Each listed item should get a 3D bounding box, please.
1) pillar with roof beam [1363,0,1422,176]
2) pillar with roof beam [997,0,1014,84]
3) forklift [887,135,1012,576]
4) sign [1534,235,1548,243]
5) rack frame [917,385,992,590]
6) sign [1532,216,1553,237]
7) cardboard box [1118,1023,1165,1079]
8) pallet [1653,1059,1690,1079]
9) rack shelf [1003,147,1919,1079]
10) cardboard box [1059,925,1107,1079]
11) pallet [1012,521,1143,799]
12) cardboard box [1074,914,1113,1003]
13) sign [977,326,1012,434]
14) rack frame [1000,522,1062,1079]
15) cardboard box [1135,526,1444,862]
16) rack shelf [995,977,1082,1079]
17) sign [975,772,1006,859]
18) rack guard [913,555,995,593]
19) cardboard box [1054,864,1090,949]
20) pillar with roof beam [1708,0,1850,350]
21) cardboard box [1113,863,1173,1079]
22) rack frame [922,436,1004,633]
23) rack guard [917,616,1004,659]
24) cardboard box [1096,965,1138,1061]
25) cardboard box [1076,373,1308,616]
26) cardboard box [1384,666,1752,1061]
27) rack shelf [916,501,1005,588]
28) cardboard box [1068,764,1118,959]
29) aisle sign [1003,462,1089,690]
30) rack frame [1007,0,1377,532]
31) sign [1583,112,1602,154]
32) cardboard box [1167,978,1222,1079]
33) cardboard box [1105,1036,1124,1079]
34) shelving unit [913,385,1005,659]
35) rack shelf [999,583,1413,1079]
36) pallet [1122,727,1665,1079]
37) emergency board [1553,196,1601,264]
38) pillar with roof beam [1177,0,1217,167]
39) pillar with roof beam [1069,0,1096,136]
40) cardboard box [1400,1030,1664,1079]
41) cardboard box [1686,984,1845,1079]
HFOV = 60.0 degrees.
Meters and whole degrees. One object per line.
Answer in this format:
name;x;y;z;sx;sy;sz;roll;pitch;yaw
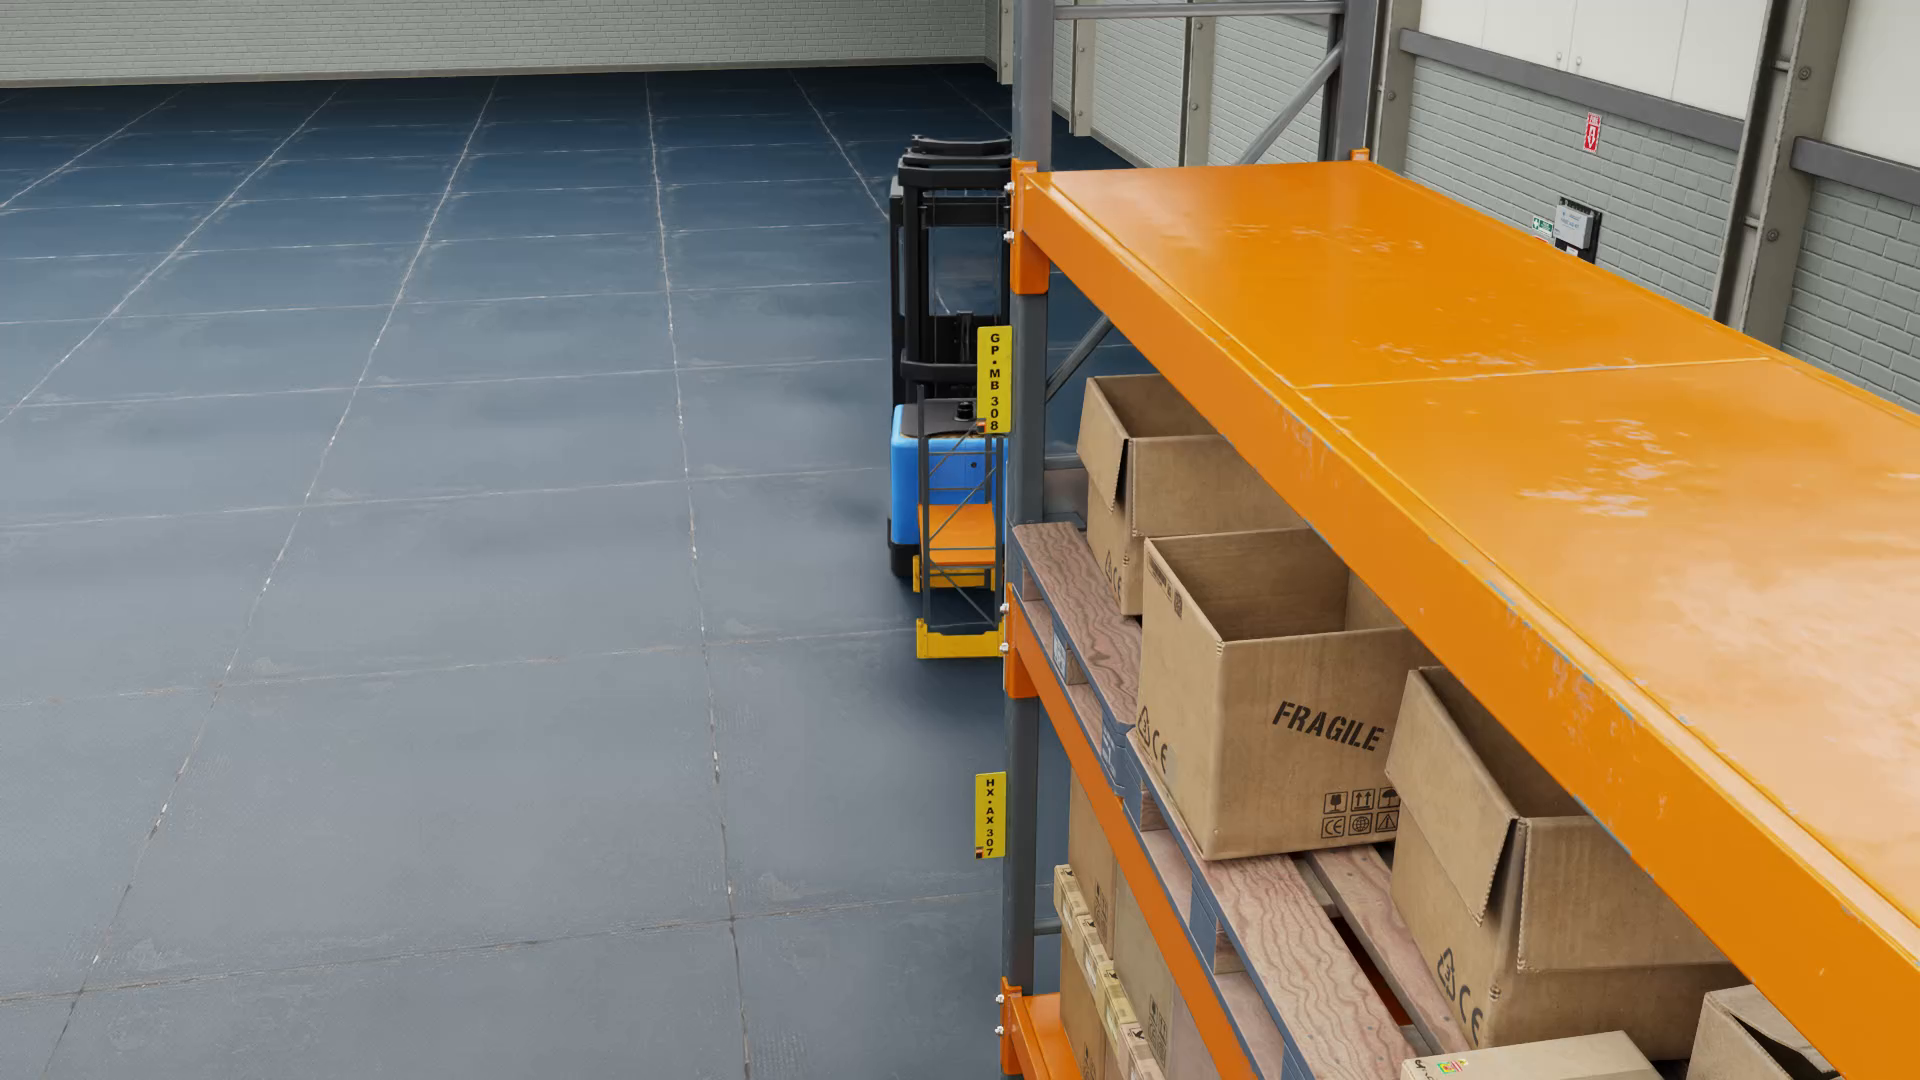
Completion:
pillar with roof beam;0.045;-6.003;14.995;9.100;9.000;0.400;-4;24;-10
pillar with roof beam;-3.284;-13.084;31.206;9.100;9.000;0.400;-4;24;-10
forklift;0.037;-1.631;12.566;1.130;2.935;3.031;0;24;0
sign;4.965;-2.429;14.262;0.001;0.329;0.234;-4;24;-10
rack frame;-0.035;-0.348;11.415;0.500;1.500;0.032;-1;24;-3
sign;4.957;-2.670;14.150;0.001;0.109;0.331;-4;24;-10
cardboard box;0.649;1.432;4.530;0.380;0.149;0.250;-5;24;-11
pallet;1.204;1.210;2.338;1.003;0.211;1.213;-4;24;-10
rack shelf;1.017;-0.146;2.981;1.077;0.370;4.000;-4;24;-10
cardboard box;0.721;1.443;5.317;0.700;0.500;0.500;-4;24;-10
pallet;0.753;0.250;4.535;1.003;0.211;1.213;-4;24;-10
cardboard box;0.560;1.235;4.982;0.380;0.149;0.250;-5;24;-11
sign;0.101;-0.469;4.879;0.100;0.325;0.005;-4;24;-10
rack frame;0.647;1.304;5.759;1.000;3.000;0.127;-4;24;-10
cardboard box;0.686;0.300;3.485;0.500;0.500;0.500;-4;24;-10
rack shelf;1.017;2.420;4.102;1.077;0.370;4.000;-4;24;-10
sign;0.101;0.910;5.481;0.100;0.325;0.005;-4;24;-10
rack guard;-0.034;0.233;11.648;0.587;0.250;0.087;-1;24;-3
cardboard box;0.508;1.131;5.219;0.380;0.149;0.250;-4;24;-10
pillar with roof beam;1.154;-3.643;9.591;9.100;9.000;0.400;-4;24;-10
cardboard box;0.833;1.075;4.536;0.700;0.500;0.500;-5;24;-11
rack frame;0.016;0.058;10.485;0.500;1.500;0.032;-1;24;-3
rack guard;0.016;0.631;10.736;0.587;0.250;0.087;-1;24;-3
cardboard box;0.604;1.333;4.757;0.380;0.149;0.250;-4;24;-10
cardboard box;0.749;-0.148;4.508;0.797;0.503;0.637;-3;24;-6
cardboard box;1.206;0.542;2.928;0.797;0.503;0.637;-2;24;-4
rack shelf;-0.009;0.020;11.022;0.538;0.185;1.000;-1;24;-3
cardboard box;0.731;0.869;5.009;0.700;0.500;0.500;-4;24;-10
aisle sign;0.334;0.109;5.246;0.394;0.787;0.004;-4;24;-10
rack frame;0.647;-1.445;4.558;1.000;3.000;0.127;-4;24;-10
sign;5.062;-3.261;13.314;0.001;0.298;0.199;-4;24;-10
cardboard box;0.927;1.274;4.083;0.700;0.500;0.500;-4;24;-10
cardboard box;0.823;1.649;4.844;0.700;0.500;0.500;-4;24;-8
shelving unit;-0.009;-0.141;10.942;0.587;1.500;1.083;-1;24;-3
rack shelf;1.017;1.046;3.502;1.077;0.370;4.000;-4;24;-10
pallet;0.982;0.731;3.434;1.003;0.211;1.213;-4;24;-10
emergency board;4.965;-2.188;13.754;0.194;1.169;0.643;-4;24;-10
pillar with roof beam;-1.065;-8.363;20.399;9.100;9.000;0.400;-4;24;-10
pillar with roof beam;-2.174;-10.724;25.802;9.100;9.000;0.400;-4;24;-10
cardboard box;0.895;0.907;2.535;0.380;0.149;0.250;-4;24;-10
cardboard box;1.453;0.857;2.447;0.500;0.311;0.500;-6;24;-13
